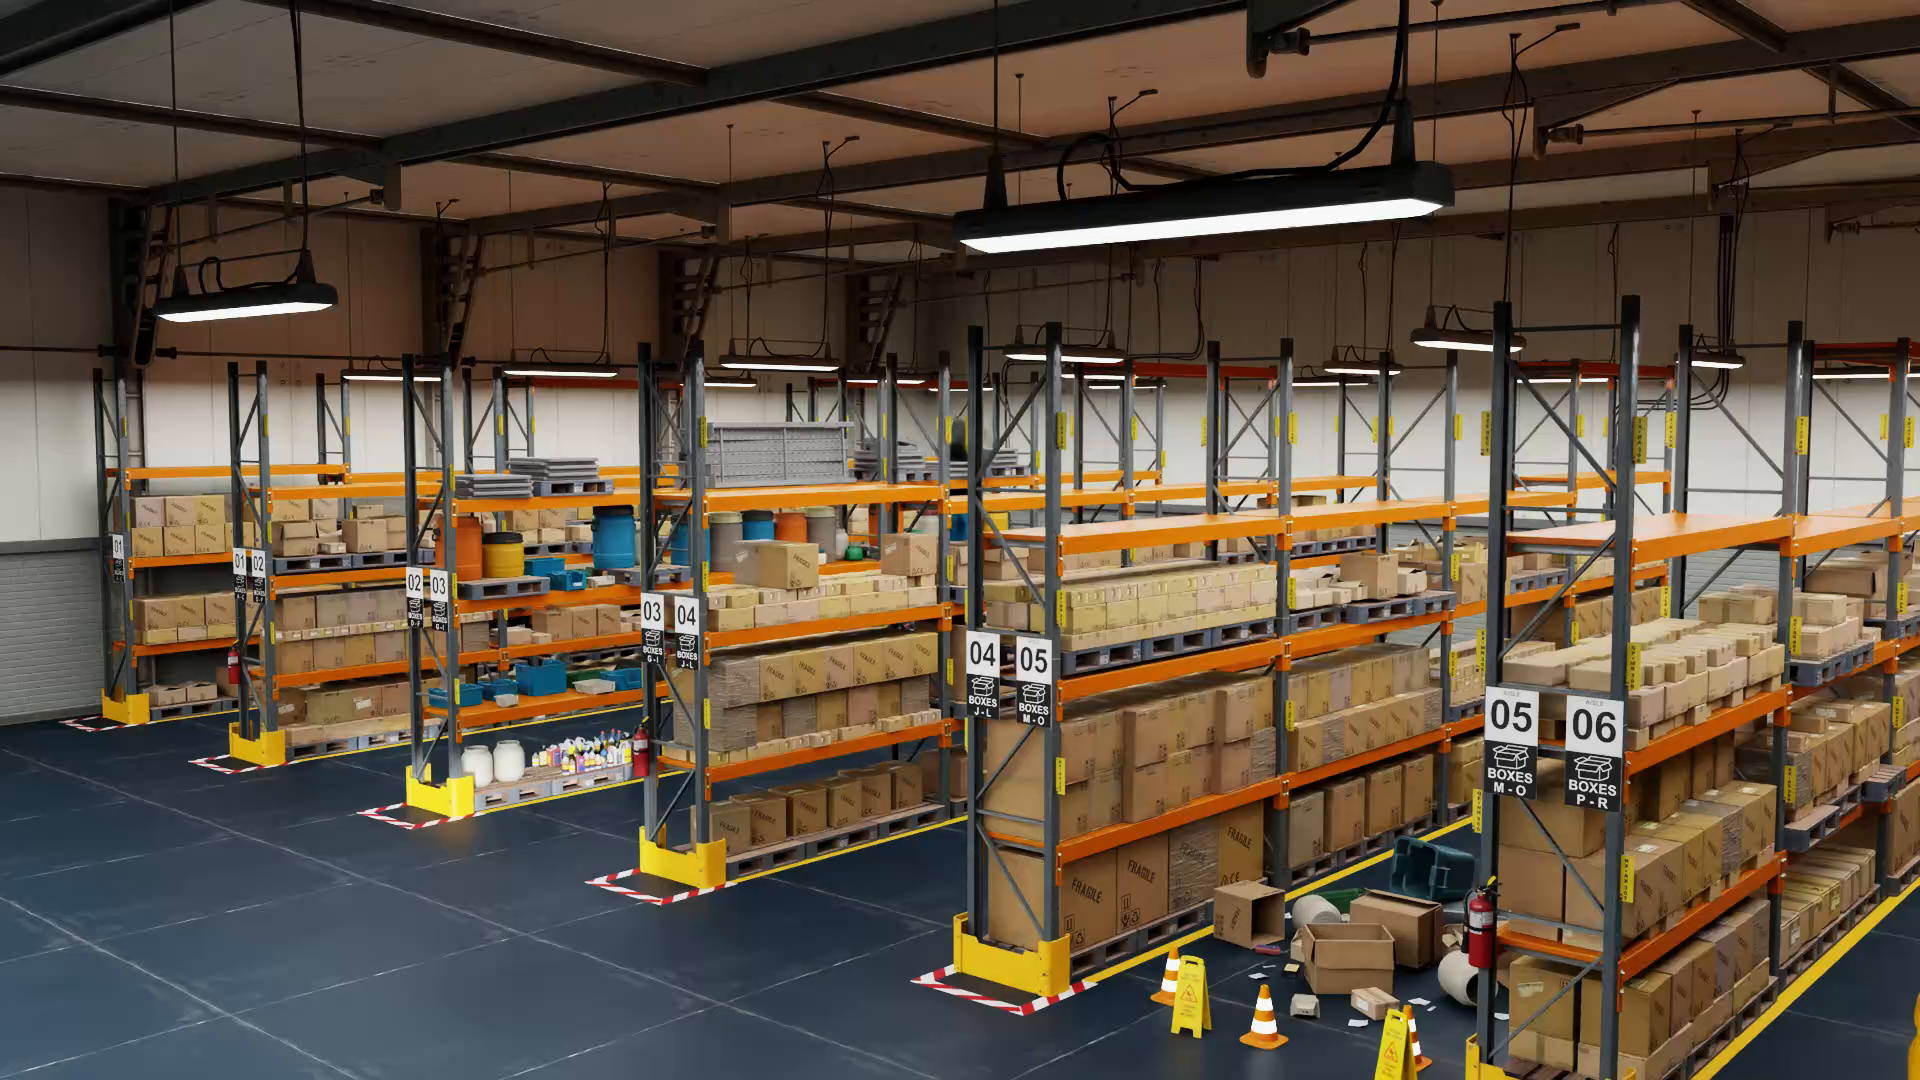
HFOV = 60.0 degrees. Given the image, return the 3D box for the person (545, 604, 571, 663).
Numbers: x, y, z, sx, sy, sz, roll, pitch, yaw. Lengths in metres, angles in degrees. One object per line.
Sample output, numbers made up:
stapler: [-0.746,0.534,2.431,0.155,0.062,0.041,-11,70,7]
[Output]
person: [-7.617,1.976,31.606,0.701,1.756,1.061,3,5,33]

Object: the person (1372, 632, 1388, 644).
person: [6.895,2.298,27.530,0.561,1.718,0.694,3,5,33]

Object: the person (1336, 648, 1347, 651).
person: [6.249,2.445,26.576,0.997,1.512,0.705,-2,5,-30]
